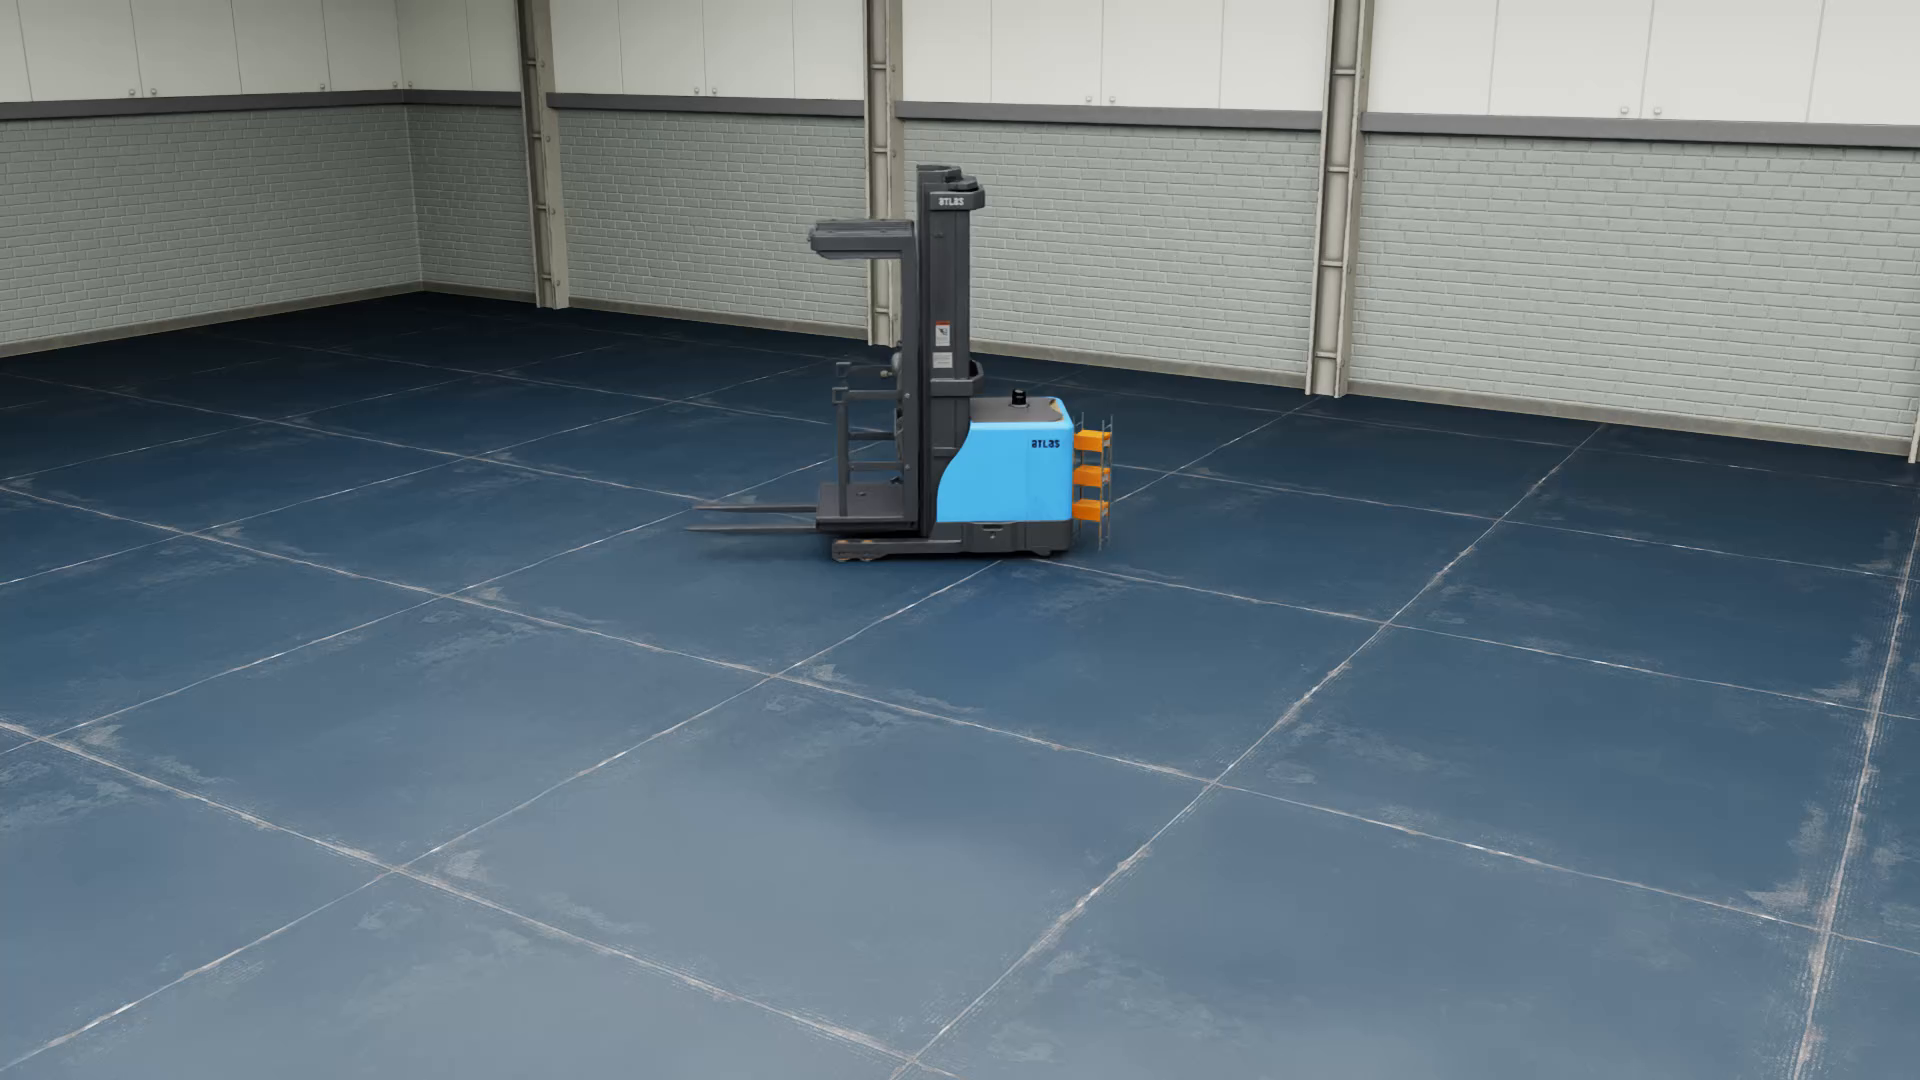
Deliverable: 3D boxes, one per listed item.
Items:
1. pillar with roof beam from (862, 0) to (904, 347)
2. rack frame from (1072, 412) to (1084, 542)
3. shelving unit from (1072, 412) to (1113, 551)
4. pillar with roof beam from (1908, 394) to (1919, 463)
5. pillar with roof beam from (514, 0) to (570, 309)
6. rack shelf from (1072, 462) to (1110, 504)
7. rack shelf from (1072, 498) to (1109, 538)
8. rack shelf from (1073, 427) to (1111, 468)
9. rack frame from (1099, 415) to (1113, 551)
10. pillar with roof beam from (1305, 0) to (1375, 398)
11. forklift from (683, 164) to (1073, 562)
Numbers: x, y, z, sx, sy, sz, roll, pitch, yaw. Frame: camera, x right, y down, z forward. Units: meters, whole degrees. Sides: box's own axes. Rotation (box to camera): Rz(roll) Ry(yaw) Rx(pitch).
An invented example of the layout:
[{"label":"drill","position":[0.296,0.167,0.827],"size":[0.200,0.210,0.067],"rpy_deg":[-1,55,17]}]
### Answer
[{"label":"pillar with roof beam","position":[-3.215,-5.811,17.028],"size":[0.400,9.000,9.100],"rpy_deg":[10,20,30]},{"label":"rack frame","position":[0.925,-0.476,13.141],"size":[0.008,1.050,0.200],"rpy_deg":[8,18,24]},{"label":"shelving unit","position":[1.036,-0.461,13.091],"size":[0.252,1.050,0.215],"rpy_deg":[8,18,24]},{"label":"pillar with roof beam","position":[7.011,-3.986,11.019],"size":[0.400,9.000,9.100],"rpy_deg":[10,20,30]},{"label":"pillar with roof beam","position":[-8.327,-6.724,20.033],"size":[0.400,9.000,9.100],"rpy_deg":[10,20,30]},{"label":"rack shelf","position":[1.036,-0.451,13.094],"size":[0.240,0.259,0.215],"rpy_deg":[8,18,24]},{"label":"rack shelf","position":[1.035,-0.184,13.174],"size":[0.240,0.259,0.215],"rpy_deg":[8,18,24]},{"label":"rack shelf","position":[1.036,-0.722,13.012],"size":[0.240,0.259,0.215],"rpy_deg":[8,18,24]},{"label":"rack frame","position":[1.146,-0.445,13.040],"size":[0.008,1.050,0.200],"rpy_deg":[8,18,24]},{"label":"pillar with roof beam","position":[1.898,-4.898,14.024],"size":[0.400,9.000,9.100],"rpy_deg":[10,20,30]},{"label":"forklift","position":[-0.653,-1.389,12.910],"size":[3.031,2.935,1.130],"rpy_deg":[-1,17,-2]}]
